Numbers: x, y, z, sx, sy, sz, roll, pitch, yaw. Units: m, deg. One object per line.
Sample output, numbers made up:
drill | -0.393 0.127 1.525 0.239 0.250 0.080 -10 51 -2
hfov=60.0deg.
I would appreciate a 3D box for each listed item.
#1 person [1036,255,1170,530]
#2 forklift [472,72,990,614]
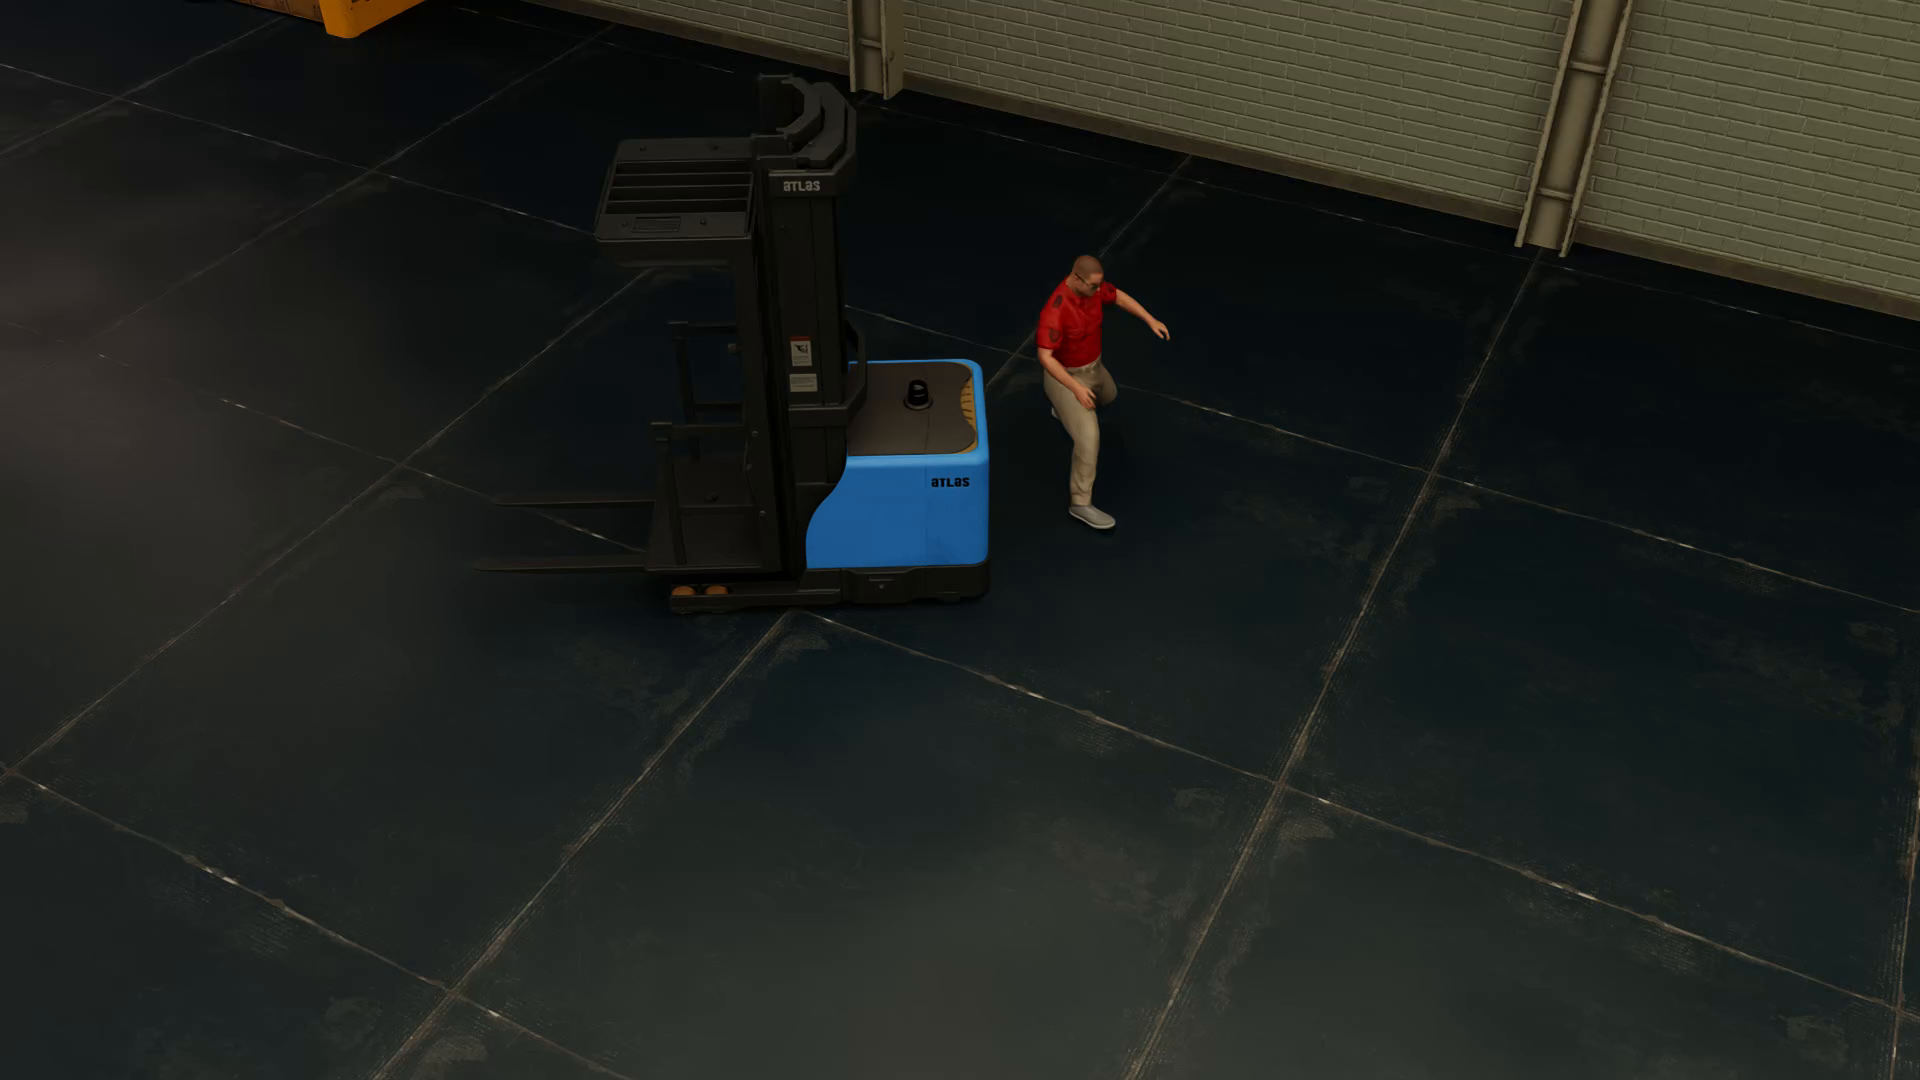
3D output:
person | 0.827 -1.048 10.337 0.986 1.573 1.046 25 46 27
forklift | -1.354 -1.037 9.217 3.031 2.935 1.130 -1 40 -2
